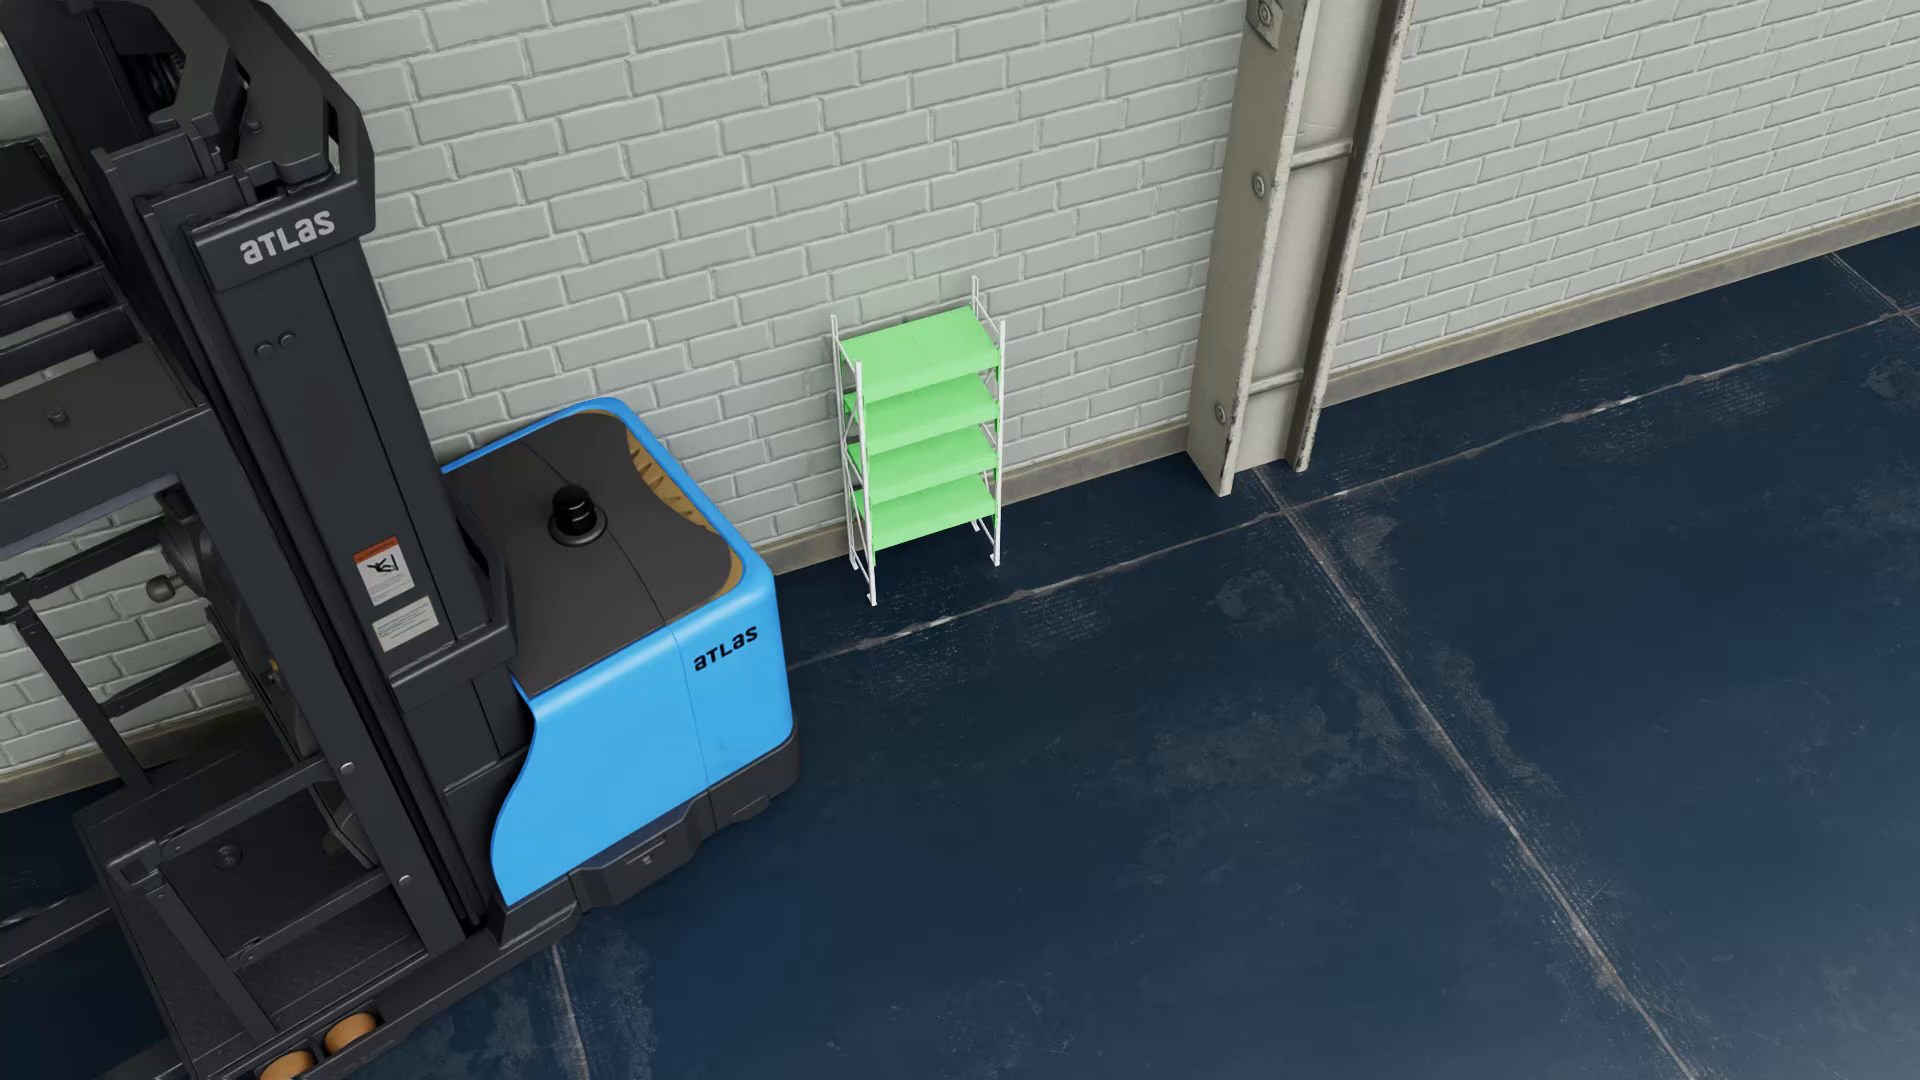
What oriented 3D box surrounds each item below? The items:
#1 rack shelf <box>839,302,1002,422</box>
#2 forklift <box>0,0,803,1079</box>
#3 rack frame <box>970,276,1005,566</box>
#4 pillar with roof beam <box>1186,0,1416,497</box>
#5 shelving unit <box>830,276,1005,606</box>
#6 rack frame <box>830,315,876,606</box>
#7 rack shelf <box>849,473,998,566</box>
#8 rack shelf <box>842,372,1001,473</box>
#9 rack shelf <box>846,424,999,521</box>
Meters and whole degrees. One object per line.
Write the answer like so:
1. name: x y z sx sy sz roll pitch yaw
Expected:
1. rack shelf: -0.135 -0.582 5.410 0.480 0.148 0.258 -18 51 -15
2. forklift: -2.005 0.227 4.123 3.031 2.935 1.130 -30 55 -23
3. rack frame: 0.091 -0.381 5.786 0.015 1.200 0.240 -18 51 -15
4. pillar with roof beam: 2.747 -0.238 0.523 0.400 9.000 9.100 -17 52 -14
5. shelving unit: -0.134 -0.310 5.724 0.503 1.200 0.258 -18 51 -15
6. rack frame: -0.359 -0.238 5.663 0.015 1.200 0.240 -18 51 -15
7. rack shelf: -0.133 -0.111 5.954 0.480 0.148 0.258 -18 51 -15
8. rack shelf: -0.134 -0.425 5.591 0.480 0.148 0.258 -18 51 -15
9. rack shelf: -0.134 -0.268 5.773 0.480 0.148 0.258 -18 51 -15
